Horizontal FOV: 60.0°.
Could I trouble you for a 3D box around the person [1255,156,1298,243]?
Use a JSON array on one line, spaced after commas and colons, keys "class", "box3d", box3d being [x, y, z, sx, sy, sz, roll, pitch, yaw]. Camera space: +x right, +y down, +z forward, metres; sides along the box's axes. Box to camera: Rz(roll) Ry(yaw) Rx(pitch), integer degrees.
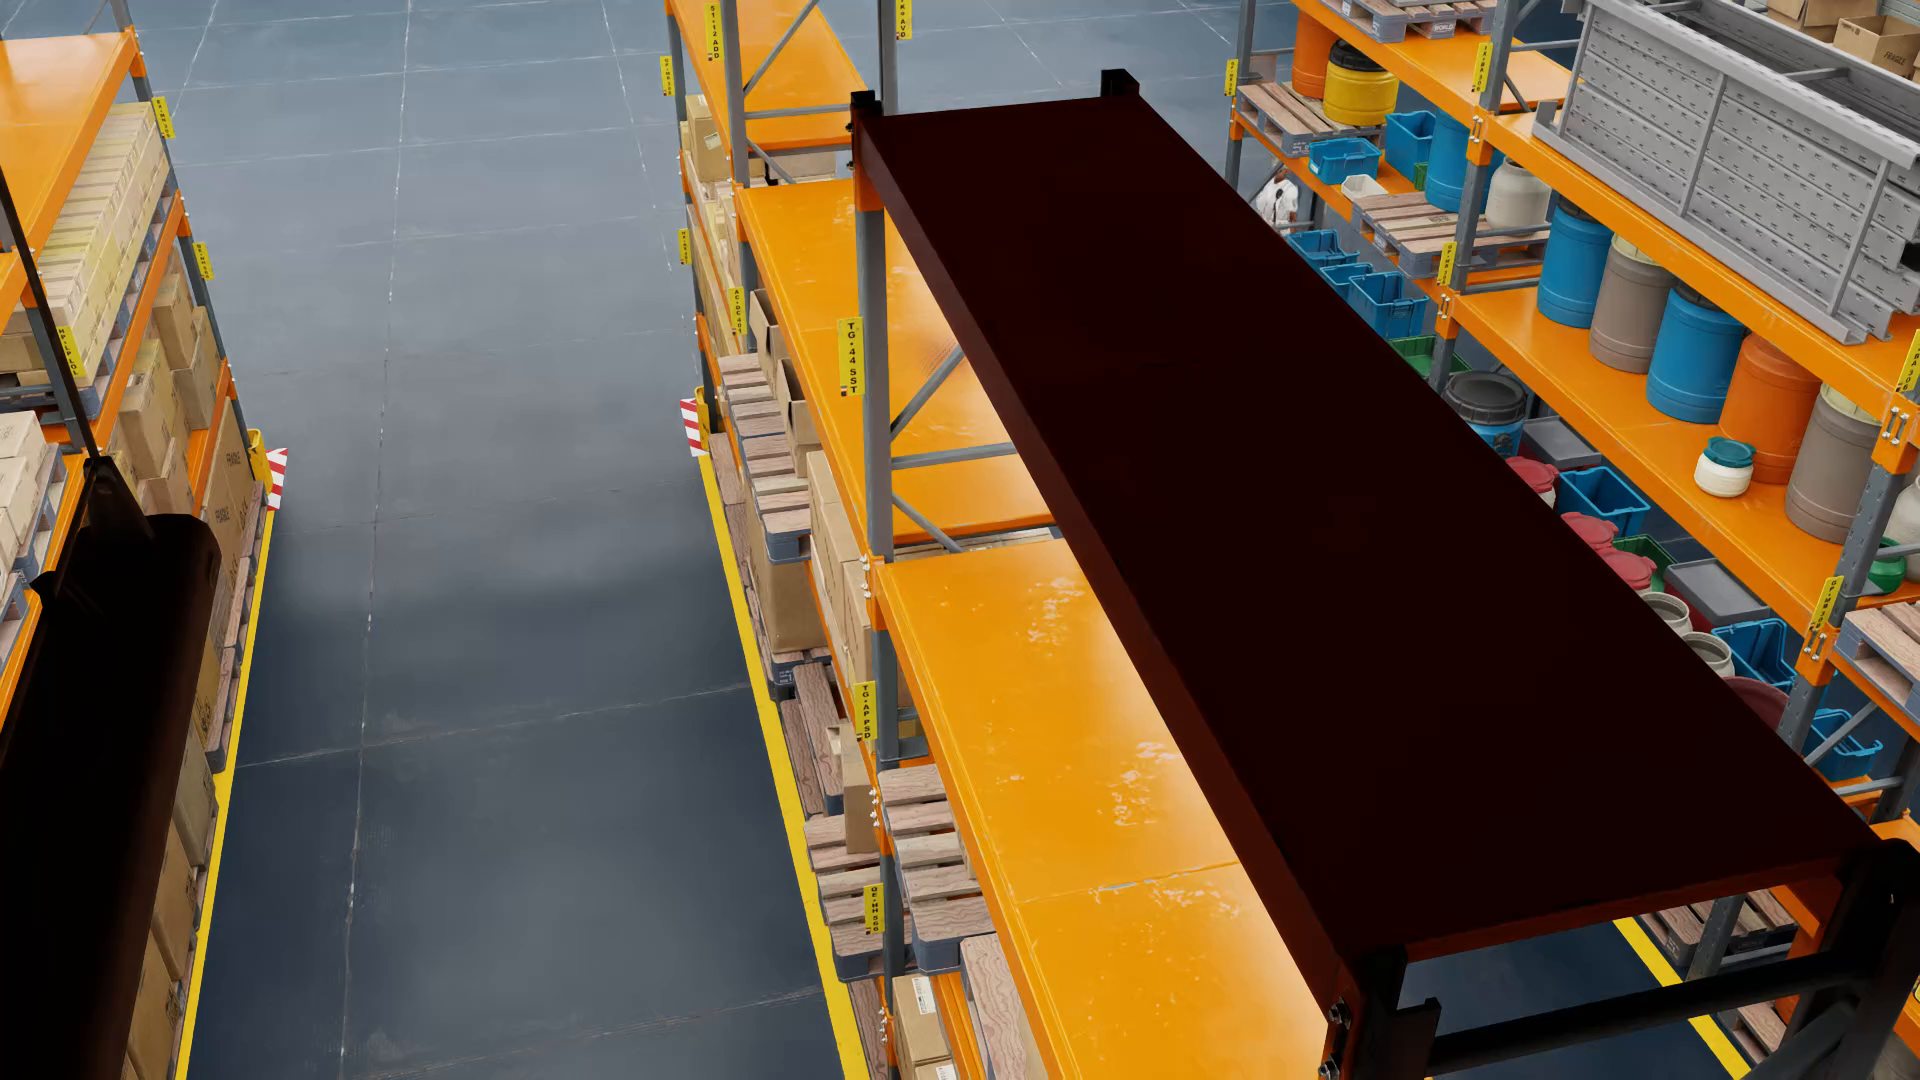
[{"class": "person", "box3d": [3.193, -3.161, 17.210, 0.475, 1.696, 0.467, -6, 35, -9]}]
